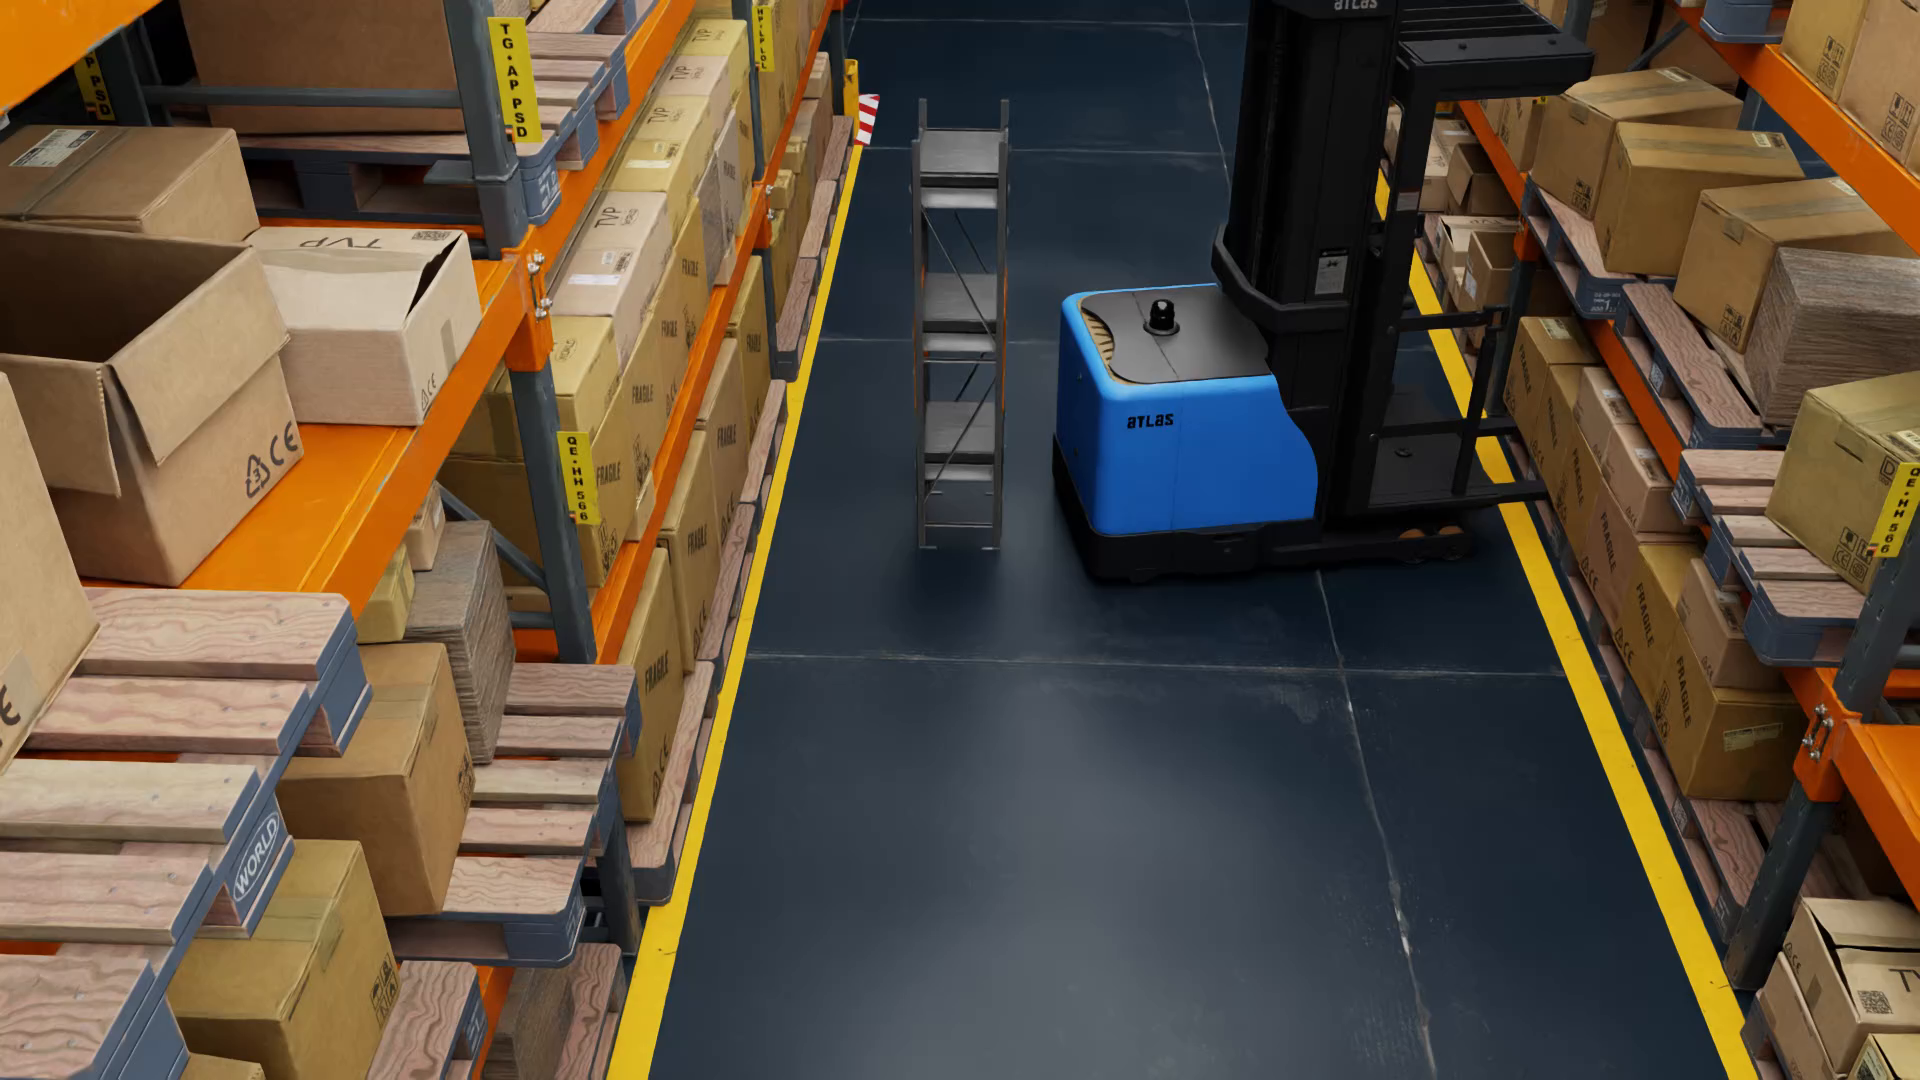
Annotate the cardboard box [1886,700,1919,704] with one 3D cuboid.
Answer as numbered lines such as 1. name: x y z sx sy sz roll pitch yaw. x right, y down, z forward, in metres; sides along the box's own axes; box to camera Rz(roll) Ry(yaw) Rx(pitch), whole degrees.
1. cardboard box: 3.588 0.651 6.506 0.500 0.500 0.500 0 35 0

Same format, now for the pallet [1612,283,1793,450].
1. pallet: 3.342 -0.675 6.768 1.003 0.211 1.213 1 35 2

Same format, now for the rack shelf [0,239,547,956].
1. rack shelf: -1.762 0.468 2.992 1.077 0.370 4.000 1 35 2

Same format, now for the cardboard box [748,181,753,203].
1. cardboard box: -1.251 -1.751 8.333 0.380 0.149 0.250 2 35 2

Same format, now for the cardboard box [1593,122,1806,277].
1. cardboard box: 3.222 -1.483 7.299 0.700 0.500 0.500 7 36 9

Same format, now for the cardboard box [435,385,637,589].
1. cardboard box: -1.406 -0.192 5.551 0.500 0.500 0.500 2 35 3

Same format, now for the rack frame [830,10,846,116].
1. rack frame: -1.360 -4.344 11.823 1.000 3.000 0.127 1 35 2

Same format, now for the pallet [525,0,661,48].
1. pallet: -1.667 -1.912 5.917 1.003 0.211 1.213 3 35 4

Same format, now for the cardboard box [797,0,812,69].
1. cardboard box: -1.428 -3.318 10.101 0.980 0.700 0.700 0 35 0

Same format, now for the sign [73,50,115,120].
1. sign: -2.236 -1.237 4.274 0.100 0.325 0.005 1 35 2

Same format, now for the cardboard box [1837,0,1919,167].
1. cardboard box: 3.273 -1.448 5.006 0.910 0.500 0.500 1 35 2

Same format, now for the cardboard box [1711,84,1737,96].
1. cardboard box: 3.722 -2.261 8.772 0.500 0.500 0.500 2 35 3

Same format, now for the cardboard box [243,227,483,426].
1. cardboard box: -1.440 -0.527 3.843 0.500 0.311 0.500 1 35 2

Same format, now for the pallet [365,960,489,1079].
1. pallet: -1.720 1.469 3.718 1.003 0.211 1.213 1 35 2

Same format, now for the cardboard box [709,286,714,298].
1. cardboard box: -1.321 -1.165 7.501 0.380 0.149 0.250 1 35 2

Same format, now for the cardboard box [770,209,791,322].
1. cardboard box: -1.388 -1.623 9.759 0.700 0.500 0.500 2 35 2

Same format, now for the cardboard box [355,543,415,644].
1. cardboard box: -1.663 0.150 4.394 0.380 0.149 0.250 -4 35 -6

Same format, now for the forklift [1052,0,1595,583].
1. forklift: 2.040 -1.381 7.667 3.031 2.935 1.130 -5 35 -7

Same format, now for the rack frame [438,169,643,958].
1. rack frame: -1.681 0.252 5.283 1.000 3.000 0.127 1 35 2

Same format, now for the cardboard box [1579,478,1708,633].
1. cardboard box: 3.107 0.065 7.340 0.500 0.500 0.500 0 35 0

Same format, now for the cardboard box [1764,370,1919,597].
1. cardboard box: 3.181 -0.213 5.492 0.700 0.500 0.500 -10 36 -14

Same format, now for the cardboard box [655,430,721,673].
1. cardboard box: -1.479 0.037 7.093 0.750 0.750 0.750 1 35 2

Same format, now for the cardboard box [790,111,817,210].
1. cardboard box: -1.328 -2.512 11.025 0.700 0.500 0.500 0 35 0

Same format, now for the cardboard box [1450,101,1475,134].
1. cardboard box: 3.814 -3.071 11.803 0.500 0.500 0.500 1 35 2

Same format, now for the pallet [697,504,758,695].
1. pallet: -1.523 0.243 7.721 1.003 0.211 1.213 1 35 2

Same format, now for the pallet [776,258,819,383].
1. pallet: -1.412 -1.340 9.974 1.003 0.211 1.213 1 35 2

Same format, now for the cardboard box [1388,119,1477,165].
1. cardboard box: 3.264 -2.694 11.483 0.500 0.250 0.500 1 35 2

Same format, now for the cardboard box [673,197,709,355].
1. cardboard box: -1.342 -1.077 6.811 0.500 0.500 0.500 2 35 3

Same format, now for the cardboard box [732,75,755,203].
1. cardboard box: -1.287 -1.946 8.047 0.500 0.500 0.500 1 35 1

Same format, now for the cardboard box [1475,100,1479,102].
1. cardboard box: 3.230 -2.859 9.623 0.500 0.500 0.500 2 35 3

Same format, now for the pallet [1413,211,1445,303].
1. pallet: 3.504 -1.890 10.756 1.003 0.211 1.213 1 35 2

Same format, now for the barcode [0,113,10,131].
1. barcode: -2.282 -1.008 3.945 0.001 0.075 0.075 1 35 2

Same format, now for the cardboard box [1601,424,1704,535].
1. cardboard box: 3.106 -0.263 7.155 0.500 0.250 0.500 1 35 1

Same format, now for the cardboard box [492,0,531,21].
1. cardboard box: -1.750 -1.782 5.098 0.700 0.500 0.500 0 35 -1

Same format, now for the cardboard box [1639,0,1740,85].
1. cardboard box: 3.729 -2.648 8.453 0.500 0.500 0.500 2 35 3

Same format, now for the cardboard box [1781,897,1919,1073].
1. cardboard box: 2.954 1.382 5.213 0.500 0.311 0.500 2 35 3

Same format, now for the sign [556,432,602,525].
1. sign: -1.139 -0.182 4.962 0.100 0.325 0.005 1 35 2

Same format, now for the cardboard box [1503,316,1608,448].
1. cardboard box: 3.166 -0.819 8.598 0.500 0.500 0.500 0 35 0

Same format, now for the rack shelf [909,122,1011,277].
1. rack shelf: 0.007 -1.516 7.387 0.431 0.518 0.480 1 35 2

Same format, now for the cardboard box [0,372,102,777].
1. cardboard box: -1.691 0.089 2.453 0.500 0.500 0.500 0 35 0

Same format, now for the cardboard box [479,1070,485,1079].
1. cardboard box: -1.795 1.803 4.867 0.700 0.500 0.500 1 35 2

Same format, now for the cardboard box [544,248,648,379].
1. cardboard box: -1.385 -0.789 5.749 0.500 0.250 0.500 1 35 1

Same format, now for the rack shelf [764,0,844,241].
1. rack shelf: -1.440 -2.901 10.395 1.077 0.370 4.000 1 35 2

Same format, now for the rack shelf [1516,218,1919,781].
1. rack shelf: 3.349 -0.490 6.965 1.077 0.370 4.000 1 35 2

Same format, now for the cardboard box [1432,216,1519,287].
1. cardboard box: 3.199 -1.779 10.128 0.500 0.311 0.500 1 35 2

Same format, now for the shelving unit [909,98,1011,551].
1. shelving unit: 0.007 -0.954 7.782 0.431 2.100 0.503 1 35 2

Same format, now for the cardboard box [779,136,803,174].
1. cardboard box: -1.171 -2.380 10.273 0.380 0.149 0.250 0 35 1

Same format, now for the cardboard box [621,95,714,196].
1. cardboard box: -1.335 -1.663 6.992 0.500 0.250 0.500 2 35 3

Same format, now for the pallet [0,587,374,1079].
1. pallet: -1.672 0.452 2.553 1.213 0.211 1.003 1 35 2

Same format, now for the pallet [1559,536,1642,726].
1. pallet: 3.388 0.378 7.529 1.003 0.211 1.213 1 35 2

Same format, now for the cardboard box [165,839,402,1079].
1. cardboard box: -1.718 1.018 3.724 0.700 0.500 0.500 1 35 2
